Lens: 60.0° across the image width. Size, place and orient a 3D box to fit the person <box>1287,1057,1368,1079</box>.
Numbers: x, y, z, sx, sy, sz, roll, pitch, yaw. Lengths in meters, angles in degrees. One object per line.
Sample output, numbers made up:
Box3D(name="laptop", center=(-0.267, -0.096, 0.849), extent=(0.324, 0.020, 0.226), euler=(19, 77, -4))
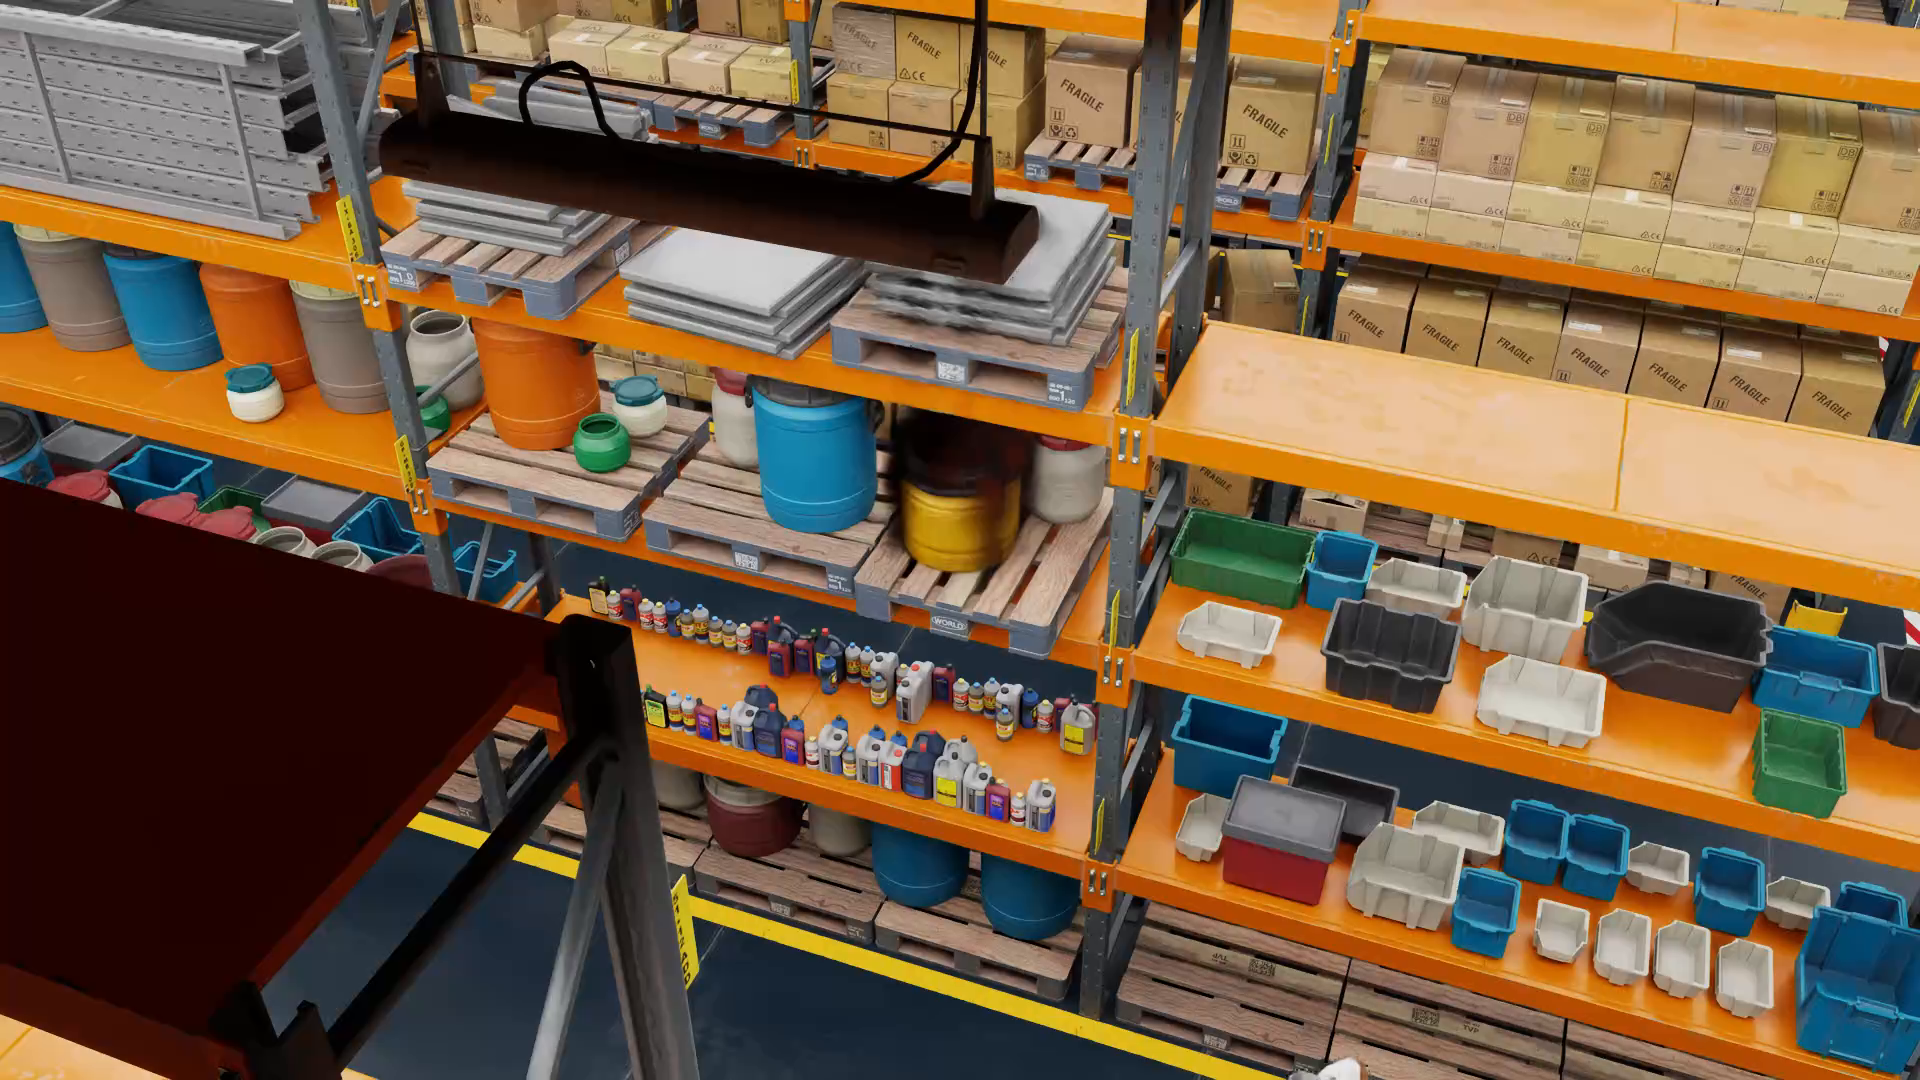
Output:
Box3D(name="person", center=(1.785, 2.978, 7.881), extent=(0.812, 1.460, 0.625), euler=(0, 36, 0))
